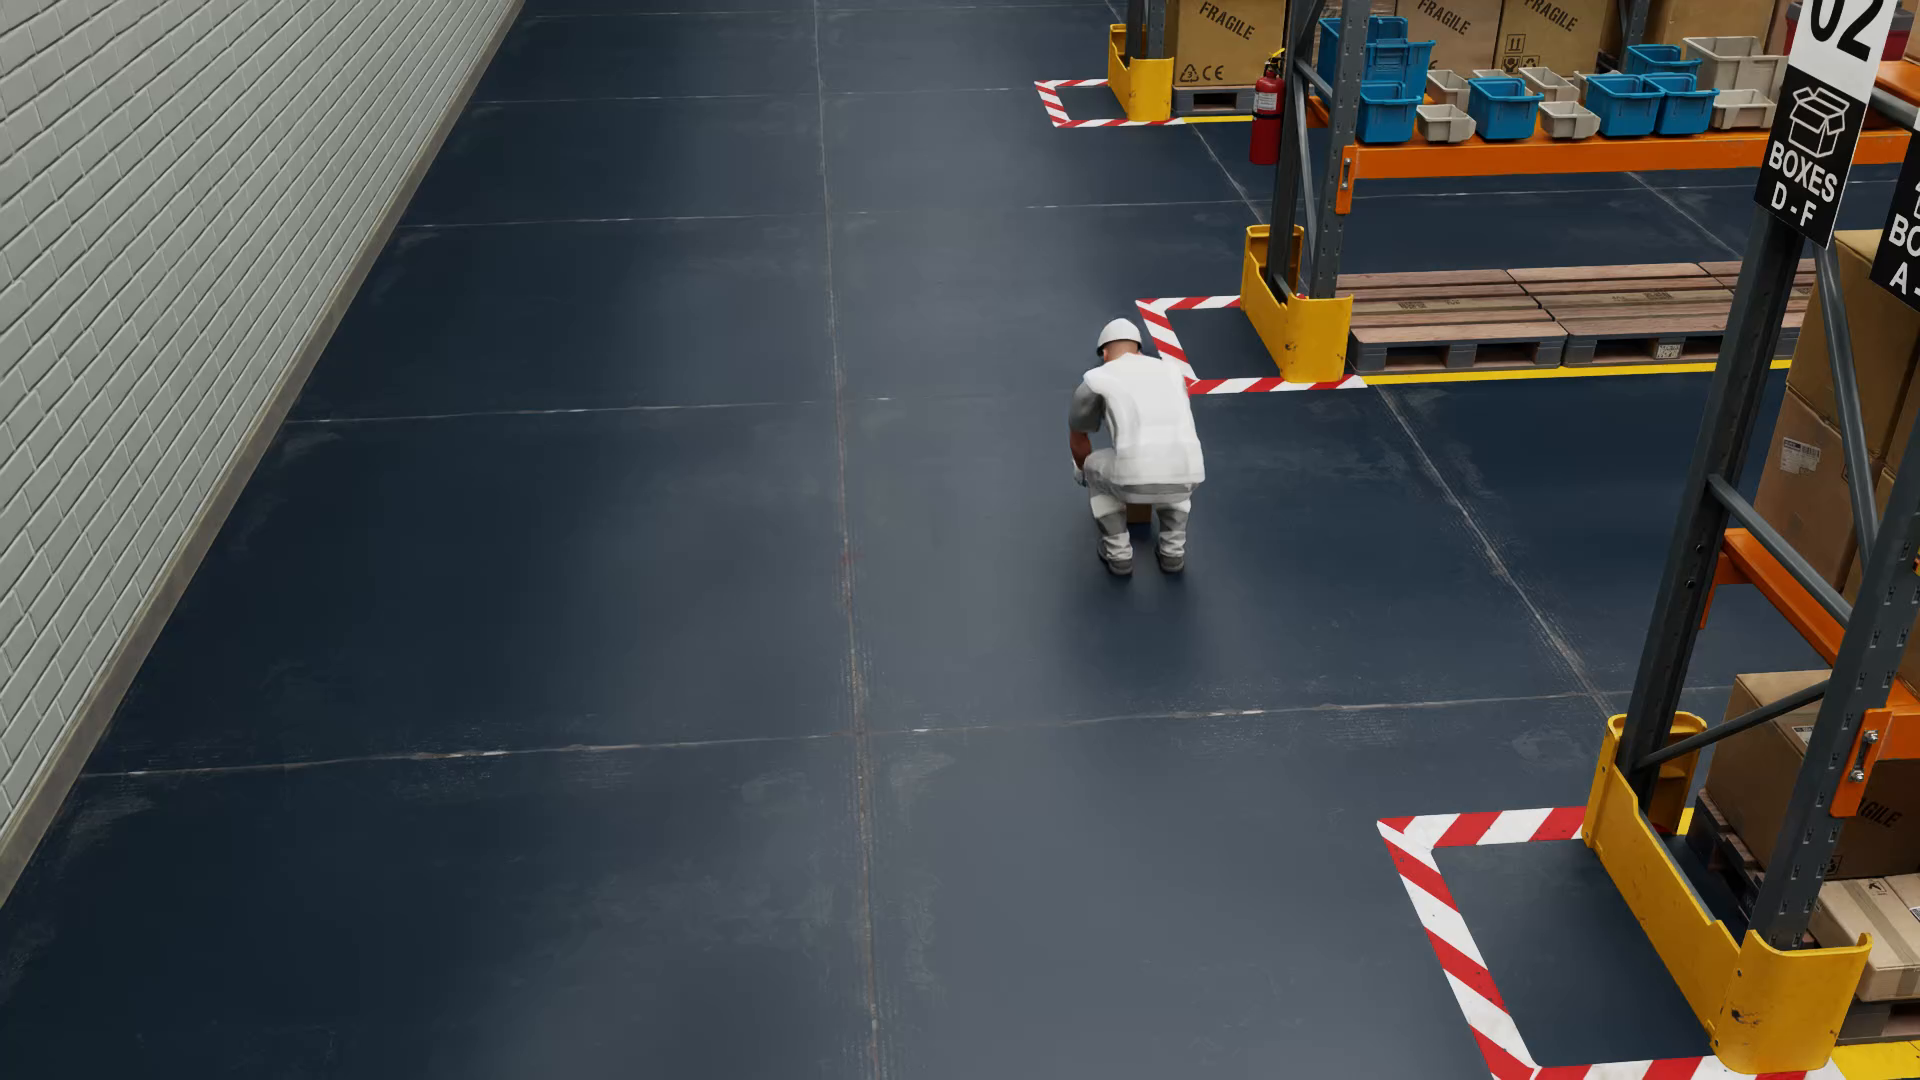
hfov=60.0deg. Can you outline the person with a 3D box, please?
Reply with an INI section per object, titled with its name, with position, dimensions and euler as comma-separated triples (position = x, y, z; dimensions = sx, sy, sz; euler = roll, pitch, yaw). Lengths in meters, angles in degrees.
[person]
position = 0.795, -0.398, 7.533
dimensions = 0.577, 1.017, 0.874
euler = -3, 31, -5
